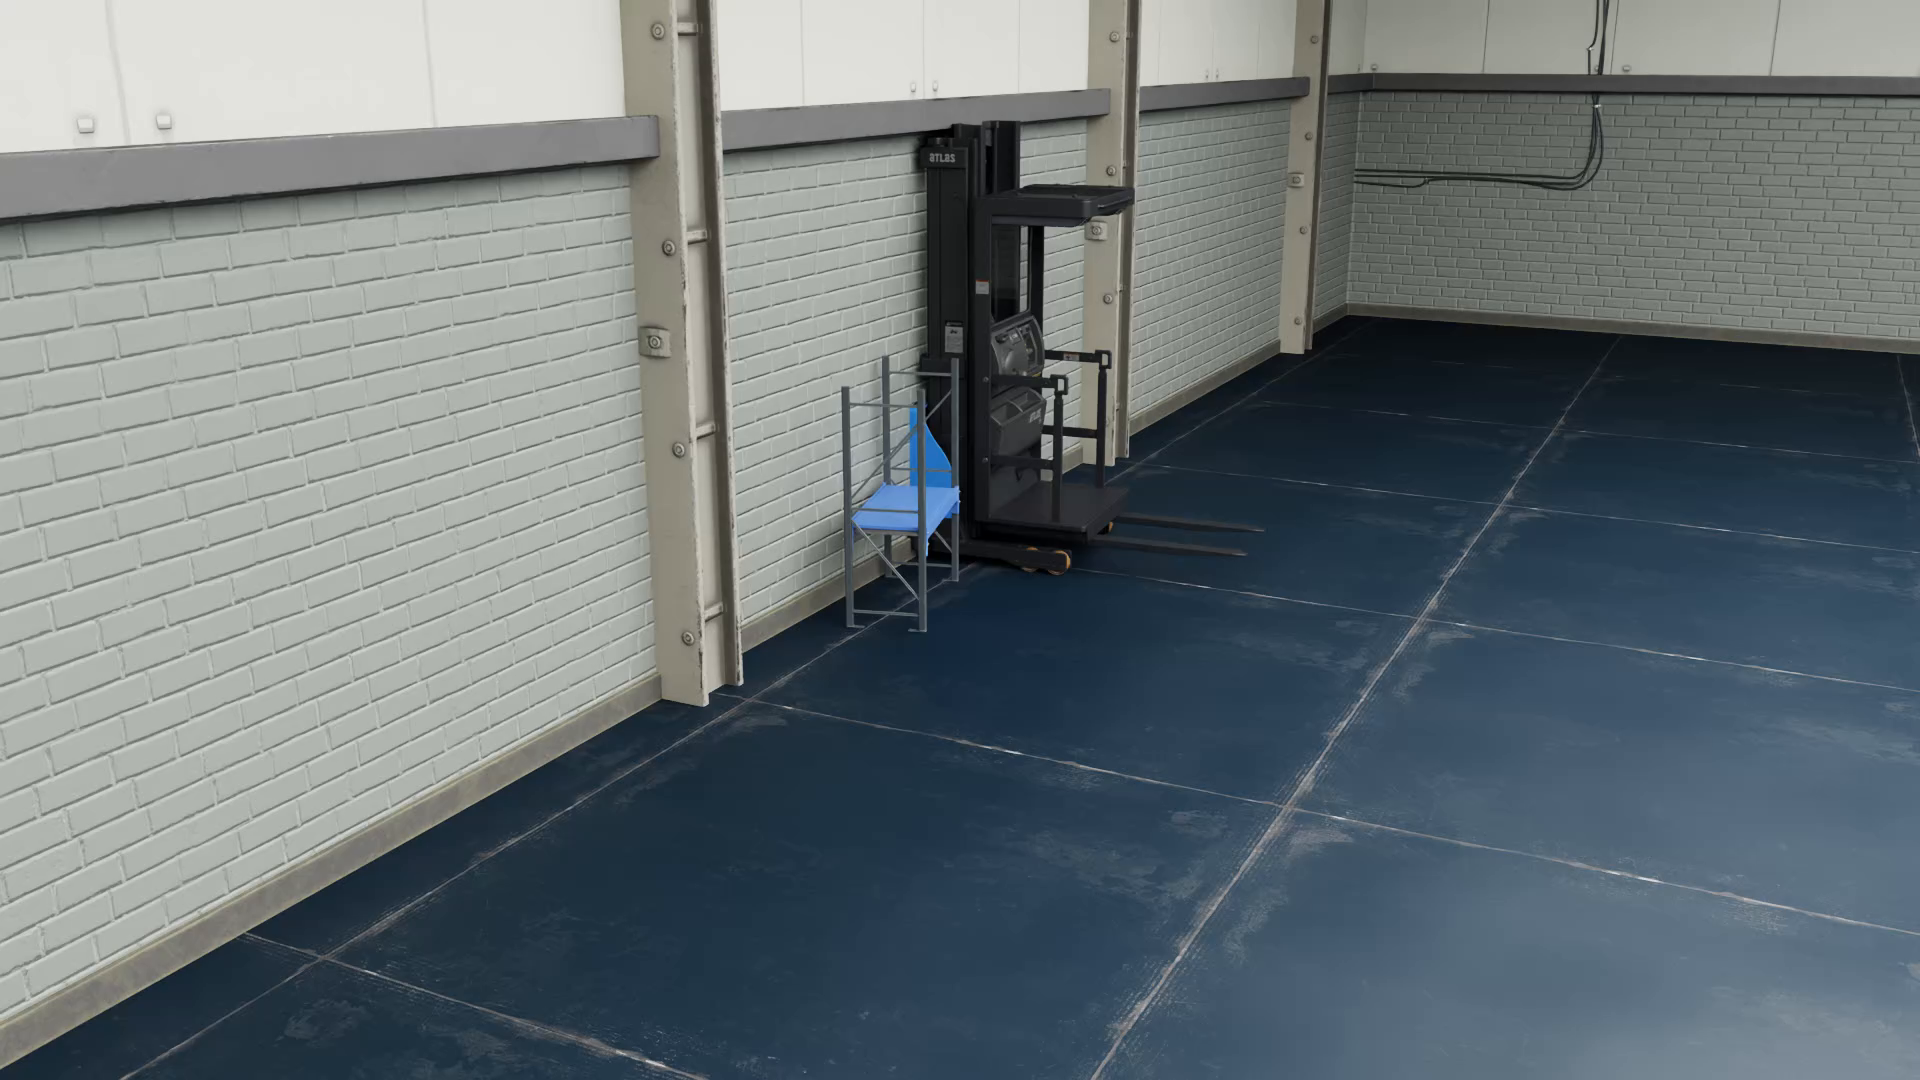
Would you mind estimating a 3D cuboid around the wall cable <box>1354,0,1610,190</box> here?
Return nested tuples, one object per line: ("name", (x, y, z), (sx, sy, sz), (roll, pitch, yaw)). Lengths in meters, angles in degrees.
("wall cable", (6.425, -5.632, 20.634), (3.097, 2.526, 0.112), (8, 18, 25))

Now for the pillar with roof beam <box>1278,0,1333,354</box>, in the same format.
("pillar with roof beam", (7.777, -5.990, 16.388), (9.100, 9.000, 0.400), (8, 18, 25))

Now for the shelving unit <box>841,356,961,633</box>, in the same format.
("shelving unit", (-0.354, -0.315, 10.450), (0.538, 1.500, 1.048), (3, 17, 11))

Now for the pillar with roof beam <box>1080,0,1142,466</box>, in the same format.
("pillar with roof beam", (5.096, -4.462, 11.243), (9.100, 9.000, 0.400), (8, 18, 25))

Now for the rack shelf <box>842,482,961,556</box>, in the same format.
("rack shelf", (-0.354, -0.142, 10.501), (0.538, 0.185, 1.000), (3, 17, 11))

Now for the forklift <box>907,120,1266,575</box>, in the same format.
("forklift", (0.584, -1.339, 11.385), (3.031, 2.935, 1.130), (6, 18, 21))

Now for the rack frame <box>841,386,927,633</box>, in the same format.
("rack frame", (-0.451, -0.173, 9.972), (0.500, 1.500, 0.032), (3, 17, 11))

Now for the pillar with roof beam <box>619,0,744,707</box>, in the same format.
("pillar with roof beam", (2.415, -2.934, 6.097), (9.100, 9.000, 0.400), (8, 18, 25))

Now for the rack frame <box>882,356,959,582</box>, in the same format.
("rack frame", (-0.257, -0.457, 10.928), (0.500, 1.500, 0.032), (3, 17, 11))
